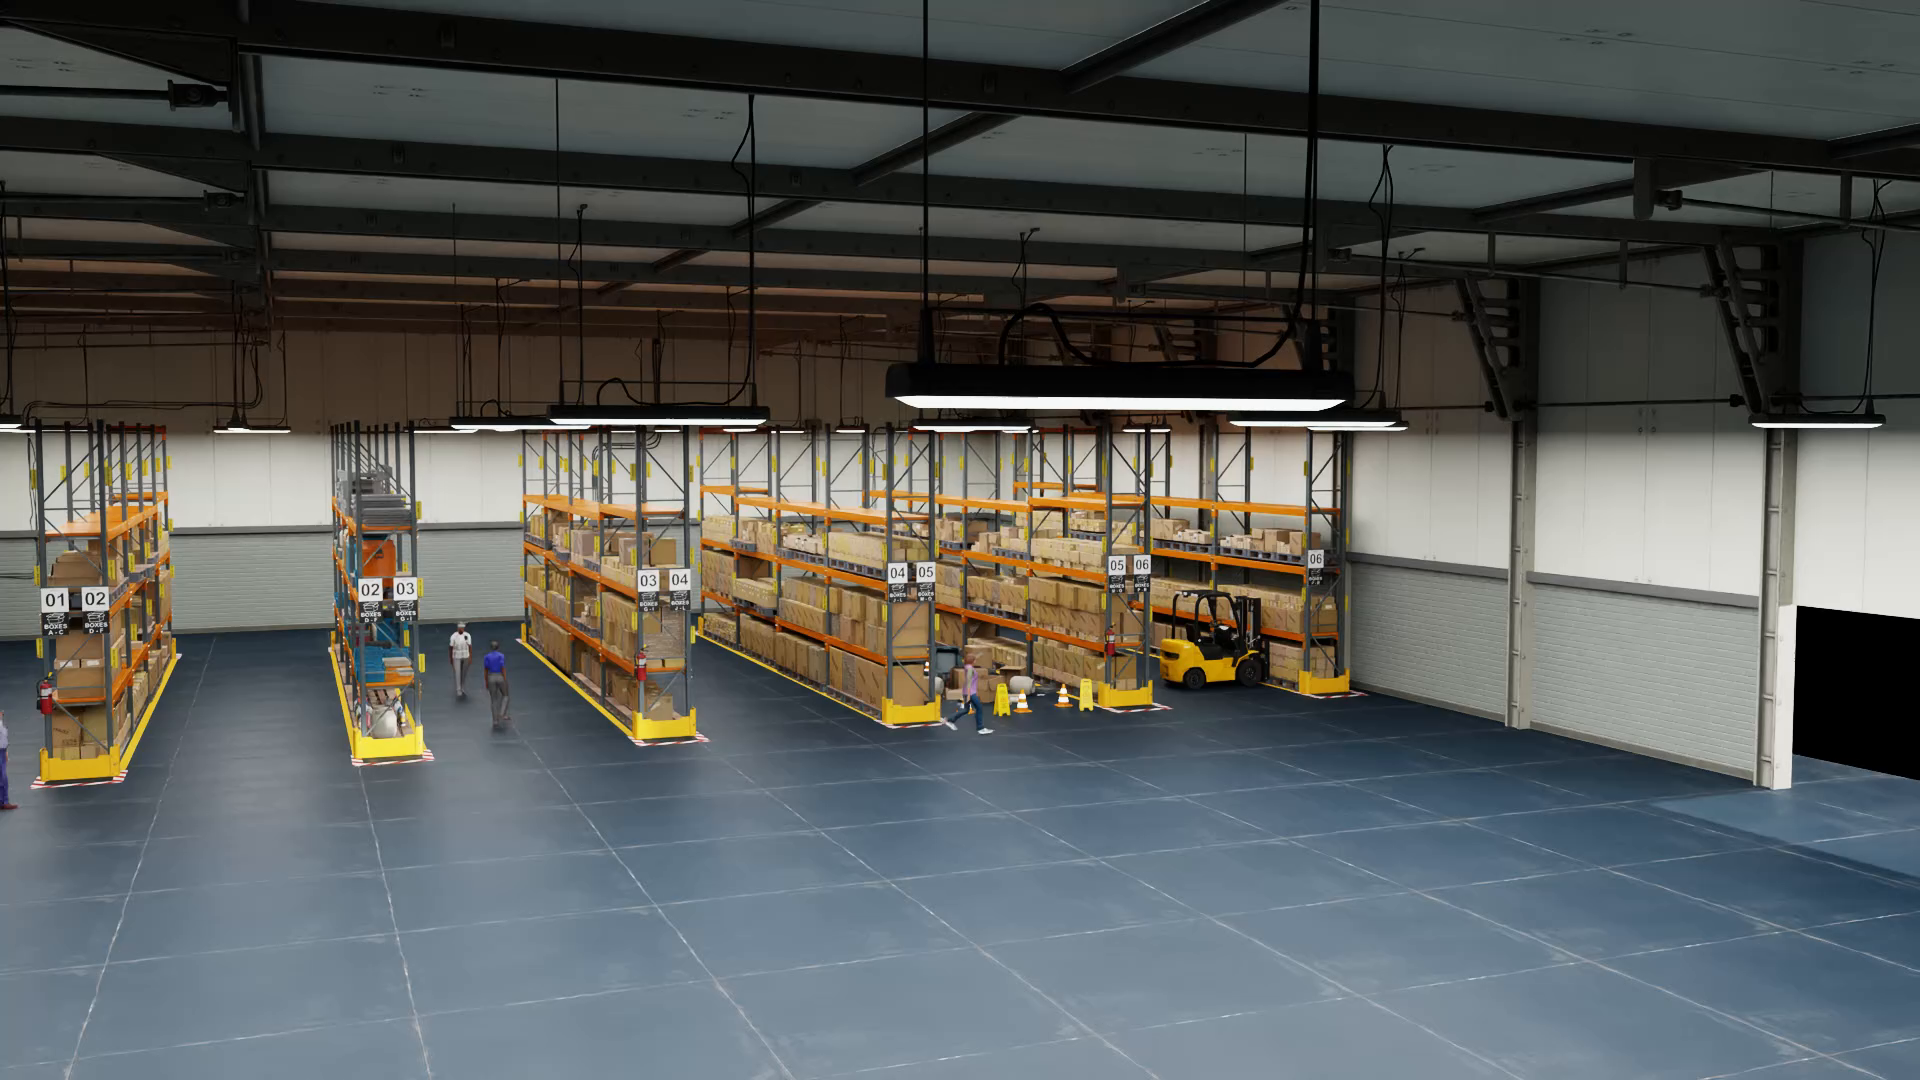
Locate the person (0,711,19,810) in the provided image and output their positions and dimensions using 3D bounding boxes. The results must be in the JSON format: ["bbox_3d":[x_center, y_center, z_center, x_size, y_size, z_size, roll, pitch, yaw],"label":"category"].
[{"bbox_3d":[-14.814,3.320,25.425,0.846,1.598,0.501,0,4,1],"label":"person"}]

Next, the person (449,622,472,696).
[{"bbox_3d":[-10.973,2.599,36.611,0.468,1.623,0.978,-2,4,-32],"label":"person"}]

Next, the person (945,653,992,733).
[{"bbox_3d":[0.161,2.935,31.918,0.886,1.555,0.459,-1,4,-10],"label":"person"}]

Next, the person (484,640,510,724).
[{"bbox_3d":[-9.216,2.822,33.104,0.499,1.644,0.445,-1,4,-9],"label":"person"}]
